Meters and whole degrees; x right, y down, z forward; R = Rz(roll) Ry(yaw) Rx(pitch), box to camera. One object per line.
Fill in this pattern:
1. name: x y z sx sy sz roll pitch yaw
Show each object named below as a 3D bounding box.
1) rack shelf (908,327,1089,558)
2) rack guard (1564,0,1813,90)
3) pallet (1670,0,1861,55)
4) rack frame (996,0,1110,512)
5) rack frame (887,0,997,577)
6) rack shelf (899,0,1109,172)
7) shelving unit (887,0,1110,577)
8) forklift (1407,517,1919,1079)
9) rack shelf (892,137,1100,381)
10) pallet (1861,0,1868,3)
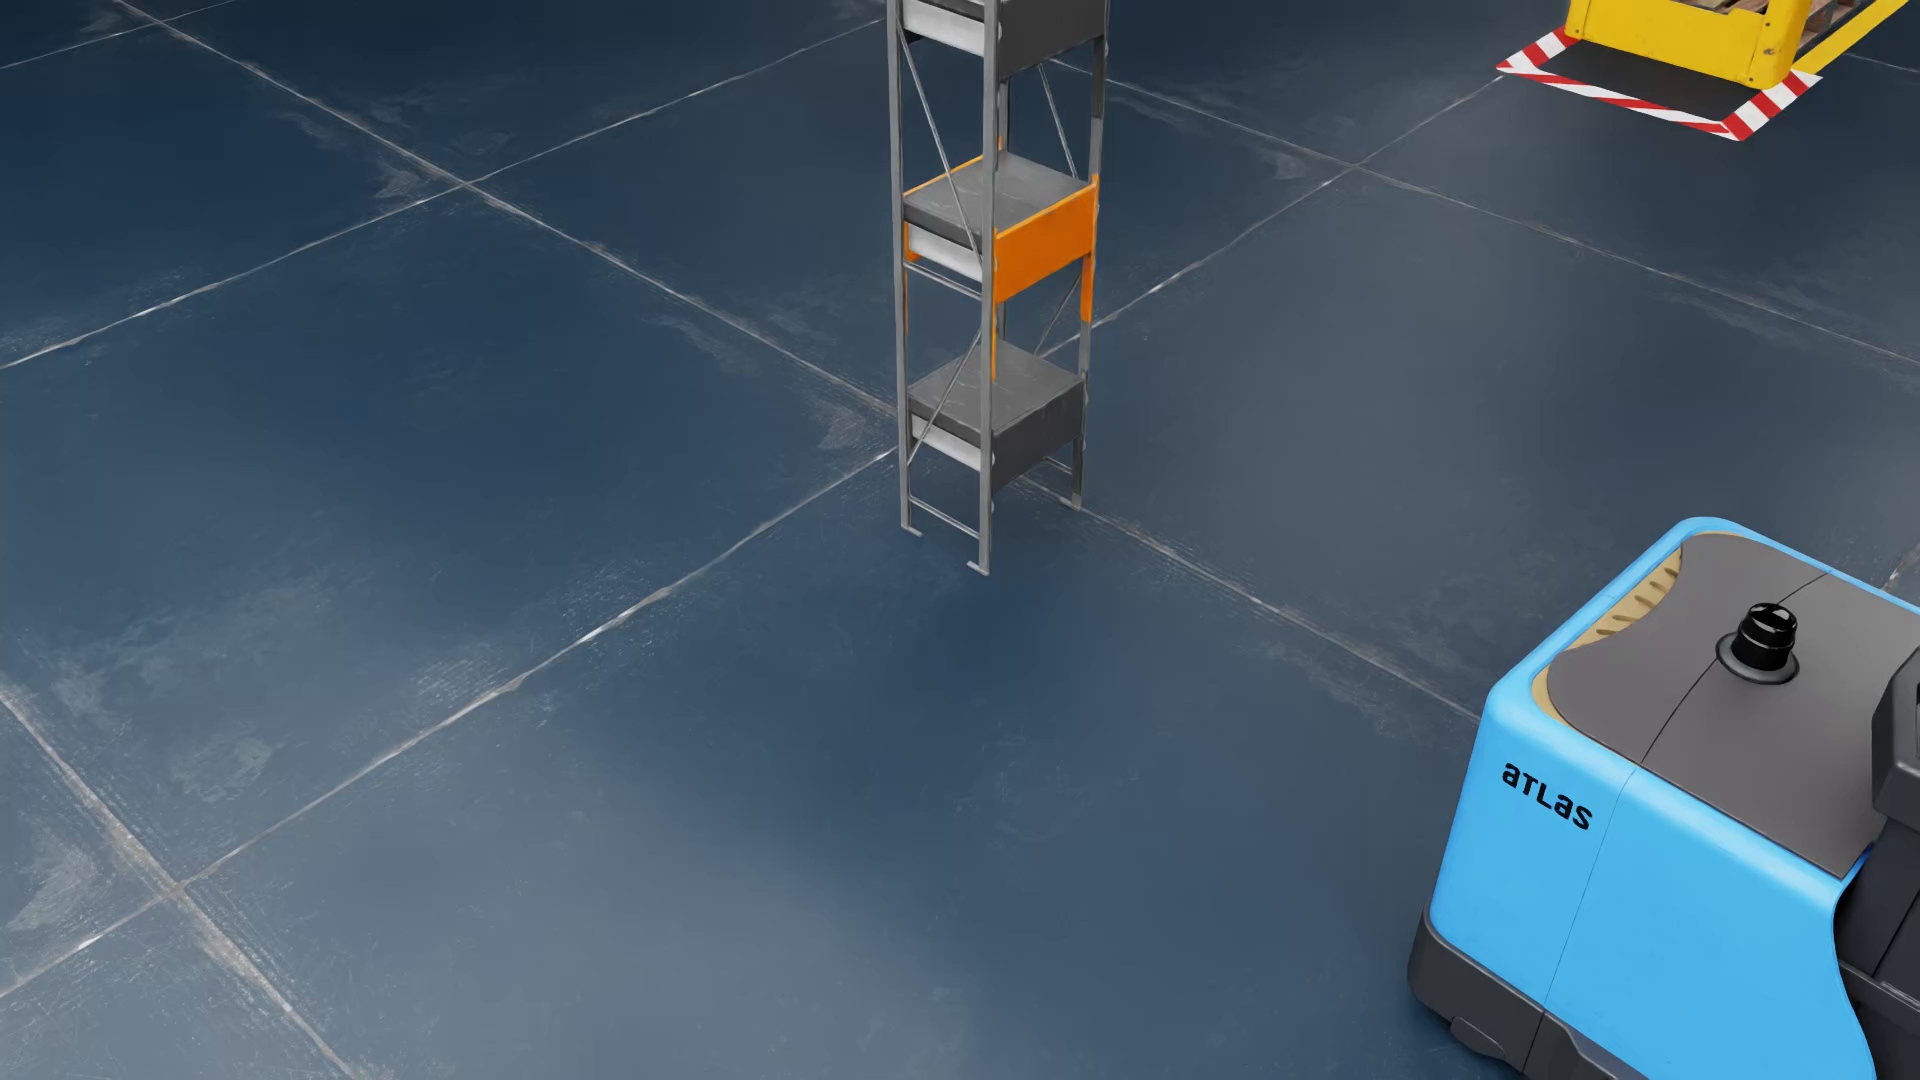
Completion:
1. rack shelf: 0.112 -0.339 5.636 0.431 0.518 0.480 30 47 32
2. rack guard: 3.907 -2.865 8.951 1.175 0.500 0.348 30 47 32
3. pallet: 4.459 -3.123 9.507 1.003 0.211 1.213 30 47 32
4. rack frame: 0.276 -1.010 5.333 0.400 2.100 0.015 30 47 32
5. rack frame: -0.053 -0.786 5.051 0.400 2.100 0.015 30 47 32
6. rack shelf: 0.112 -1.435 4.765 0.431 0.518 0.480 30 47 32
7. shelving unit: 0.112 -0.898 5.192 0.431 2.100 0.503 30 47 32
8. forklift: 2.523 0.478 2.794 1.130 2.935 3.031 -31 48 -33
9. rack shelf: 0.112 -0.887 5.201 0.431 0.518 0.480 30 47 32
10. pallet: 5.282 -3.680 10.209 1.003 0.211 1.213 30 47 32
